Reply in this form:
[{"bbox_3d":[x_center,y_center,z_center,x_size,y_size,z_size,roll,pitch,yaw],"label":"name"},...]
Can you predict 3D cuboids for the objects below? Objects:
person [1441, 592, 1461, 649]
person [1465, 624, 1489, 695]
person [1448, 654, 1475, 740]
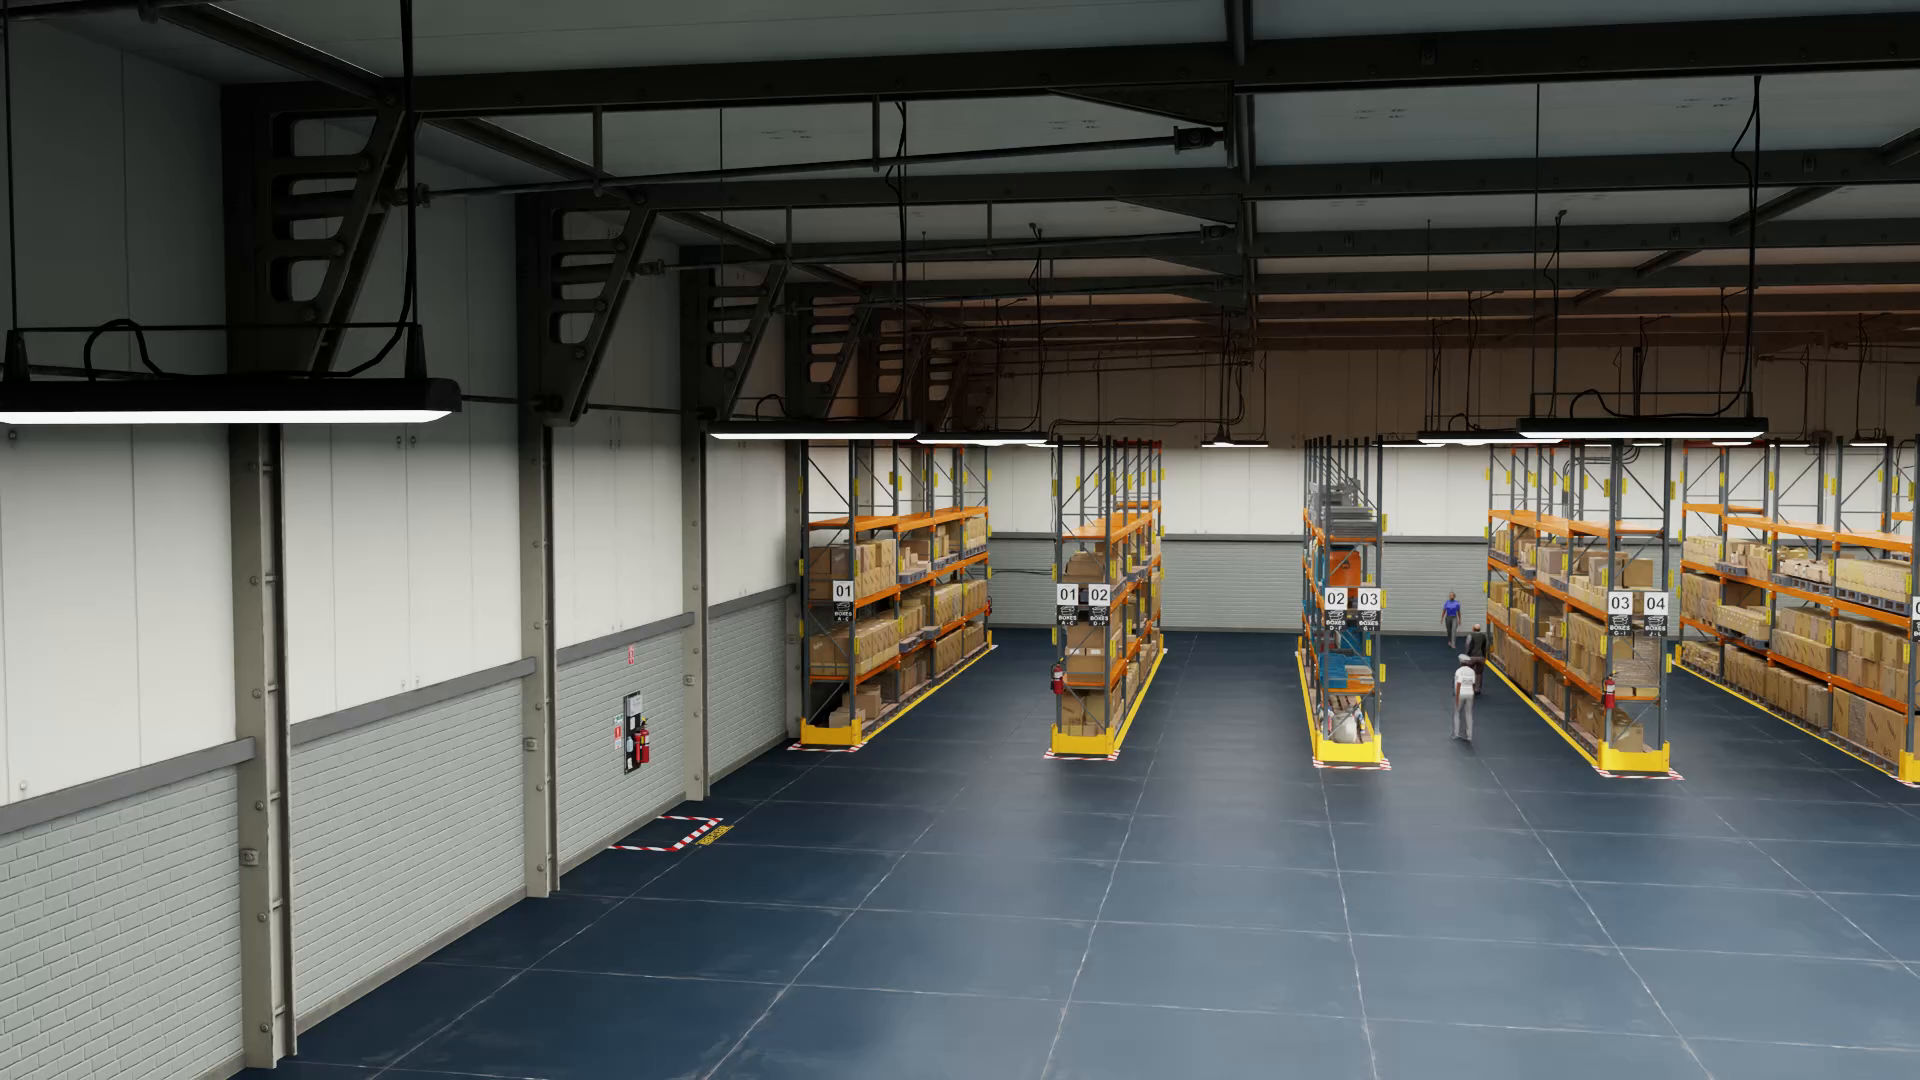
[{"bbox_3d":[14.189,2.305,48.050,0.549,1.600,1.005,1,3,20],"label":"person"},{"bbox_3d":[12.179,2.798,39.243,0.586,1.617,0.739,1,3,13],"label":"person"},{"bbox_3d":[9.981,3.126,32.902,0.459,1.712,0.687,0,3,-2],"label":"person"}]
